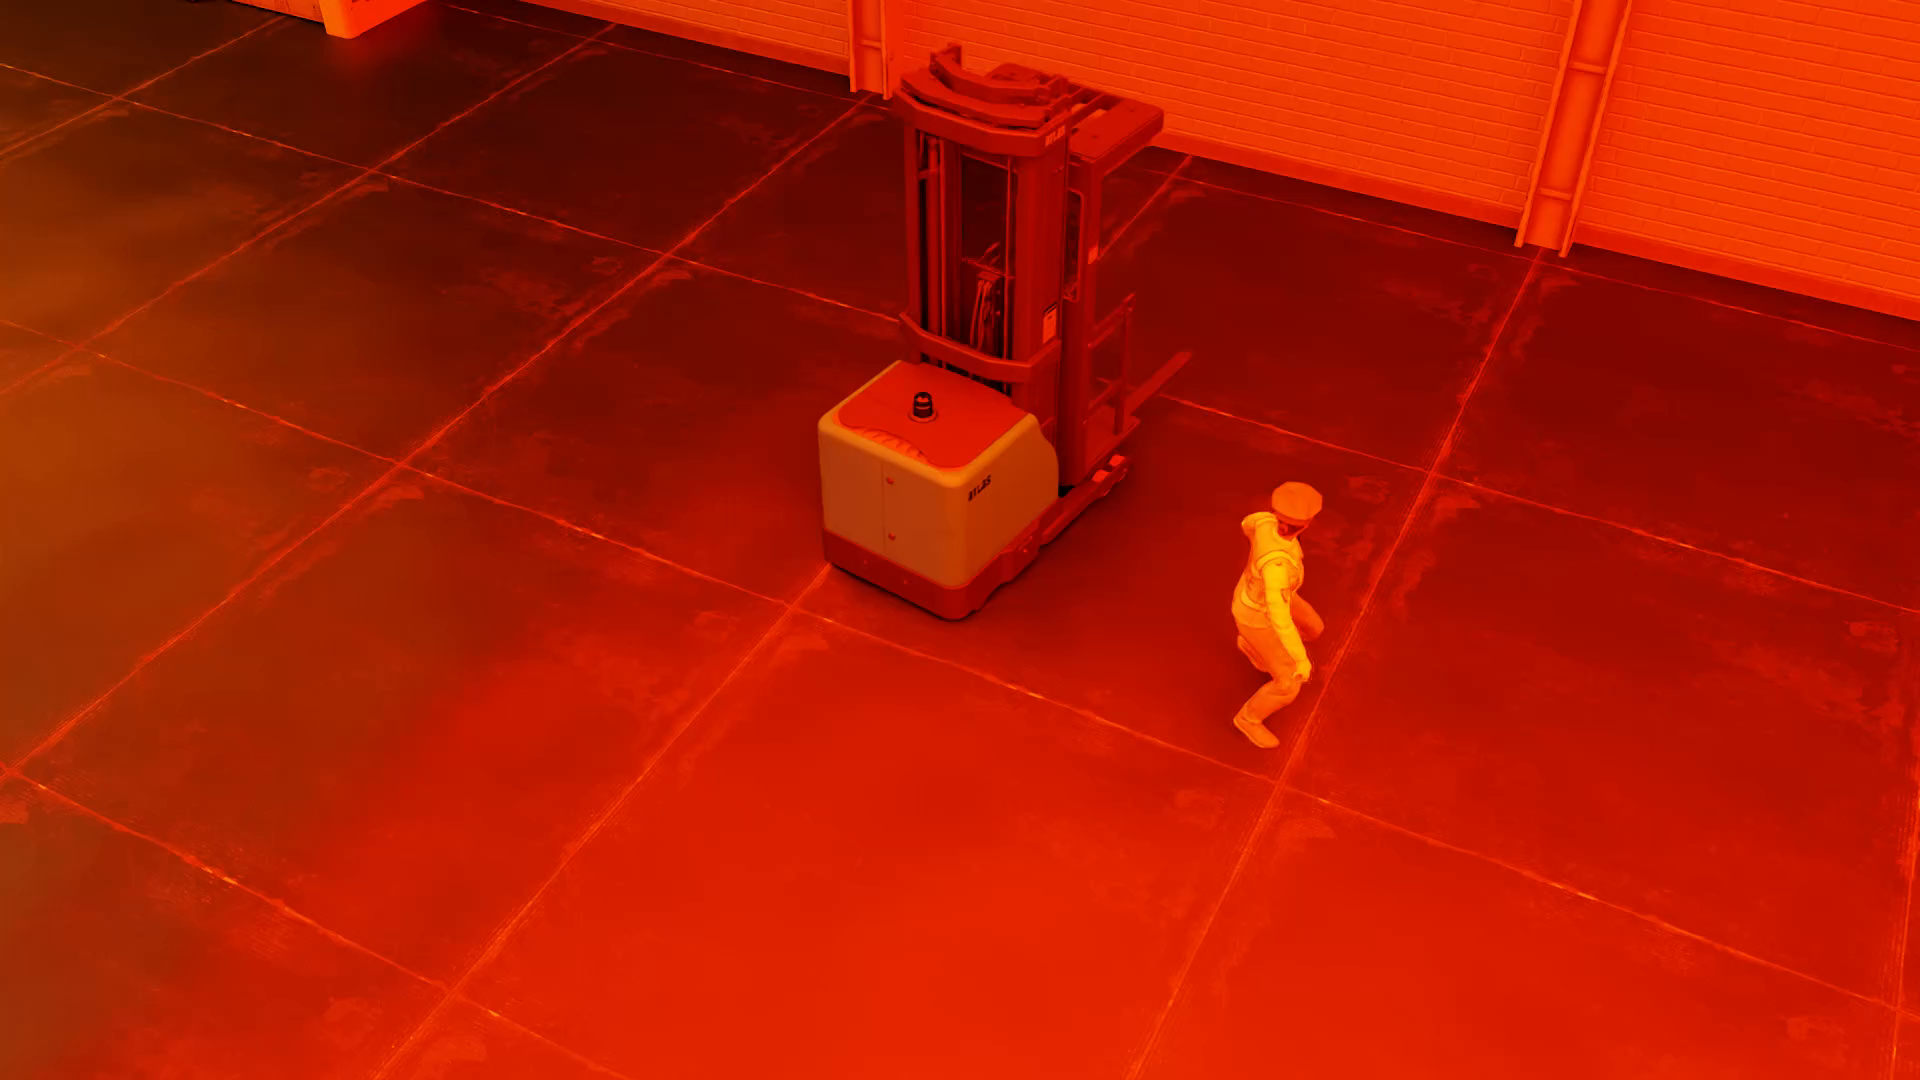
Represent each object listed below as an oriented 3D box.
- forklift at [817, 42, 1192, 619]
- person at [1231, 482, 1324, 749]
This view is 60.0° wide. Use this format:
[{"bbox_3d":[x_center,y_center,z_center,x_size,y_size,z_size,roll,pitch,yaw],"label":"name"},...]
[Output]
[{"bbox_3d":[0.443,-1.568,9.849,1.130,2.935,3.031,25,46,27],"label":"forklift"},{"bbox_3d":[1.650,0.348,8.667,0.516,1.561,0.804,11,41,13],"label":"person"}]
